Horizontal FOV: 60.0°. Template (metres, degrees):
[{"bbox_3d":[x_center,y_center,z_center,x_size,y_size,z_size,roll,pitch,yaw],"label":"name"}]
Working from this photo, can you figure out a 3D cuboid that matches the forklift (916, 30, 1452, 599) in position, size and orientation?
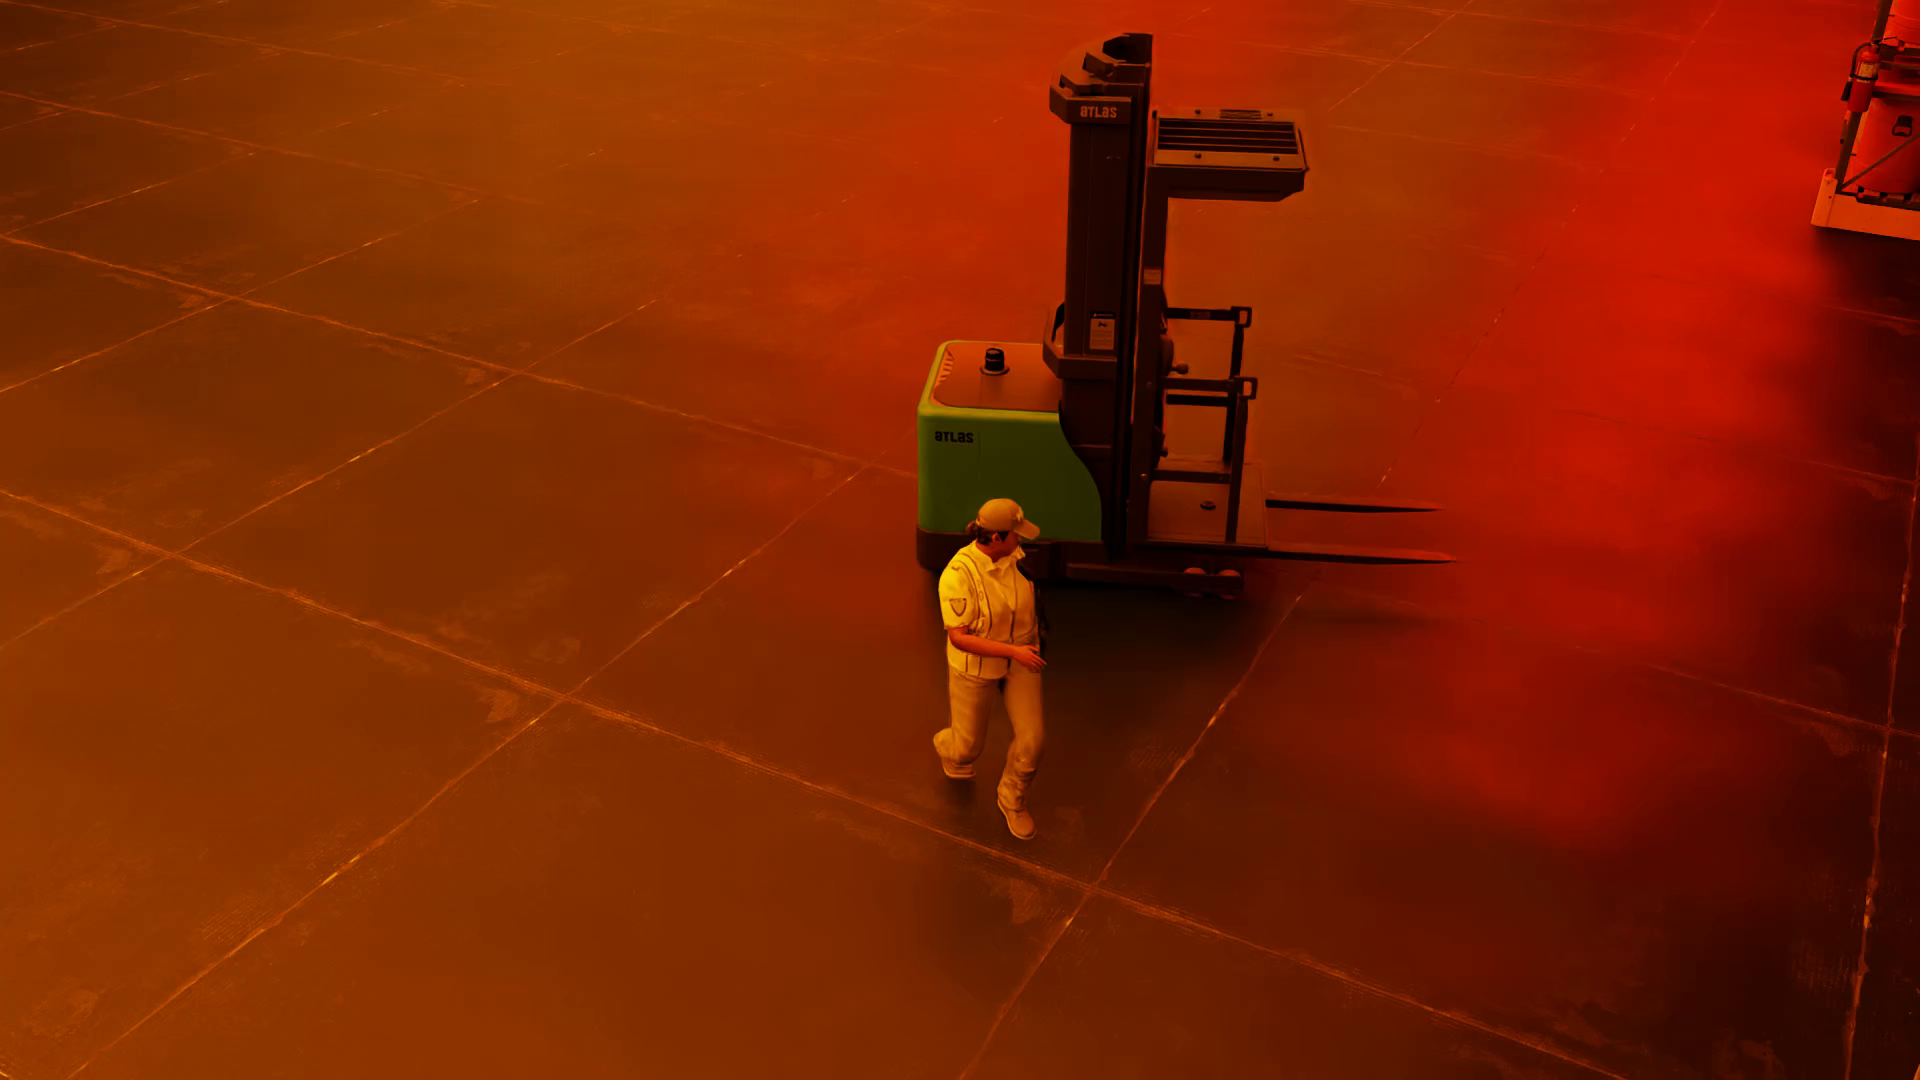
[{"bbox_3d":[1.305,-1.216,9.178,3.031,2.935,1.130,4,30,6],"label":"forklift"}]

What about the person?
[{"bbox_3d":[0.162,0.533,7.511,0.561,1.595,0.717,-11,32,-18],"label":"person"}]
